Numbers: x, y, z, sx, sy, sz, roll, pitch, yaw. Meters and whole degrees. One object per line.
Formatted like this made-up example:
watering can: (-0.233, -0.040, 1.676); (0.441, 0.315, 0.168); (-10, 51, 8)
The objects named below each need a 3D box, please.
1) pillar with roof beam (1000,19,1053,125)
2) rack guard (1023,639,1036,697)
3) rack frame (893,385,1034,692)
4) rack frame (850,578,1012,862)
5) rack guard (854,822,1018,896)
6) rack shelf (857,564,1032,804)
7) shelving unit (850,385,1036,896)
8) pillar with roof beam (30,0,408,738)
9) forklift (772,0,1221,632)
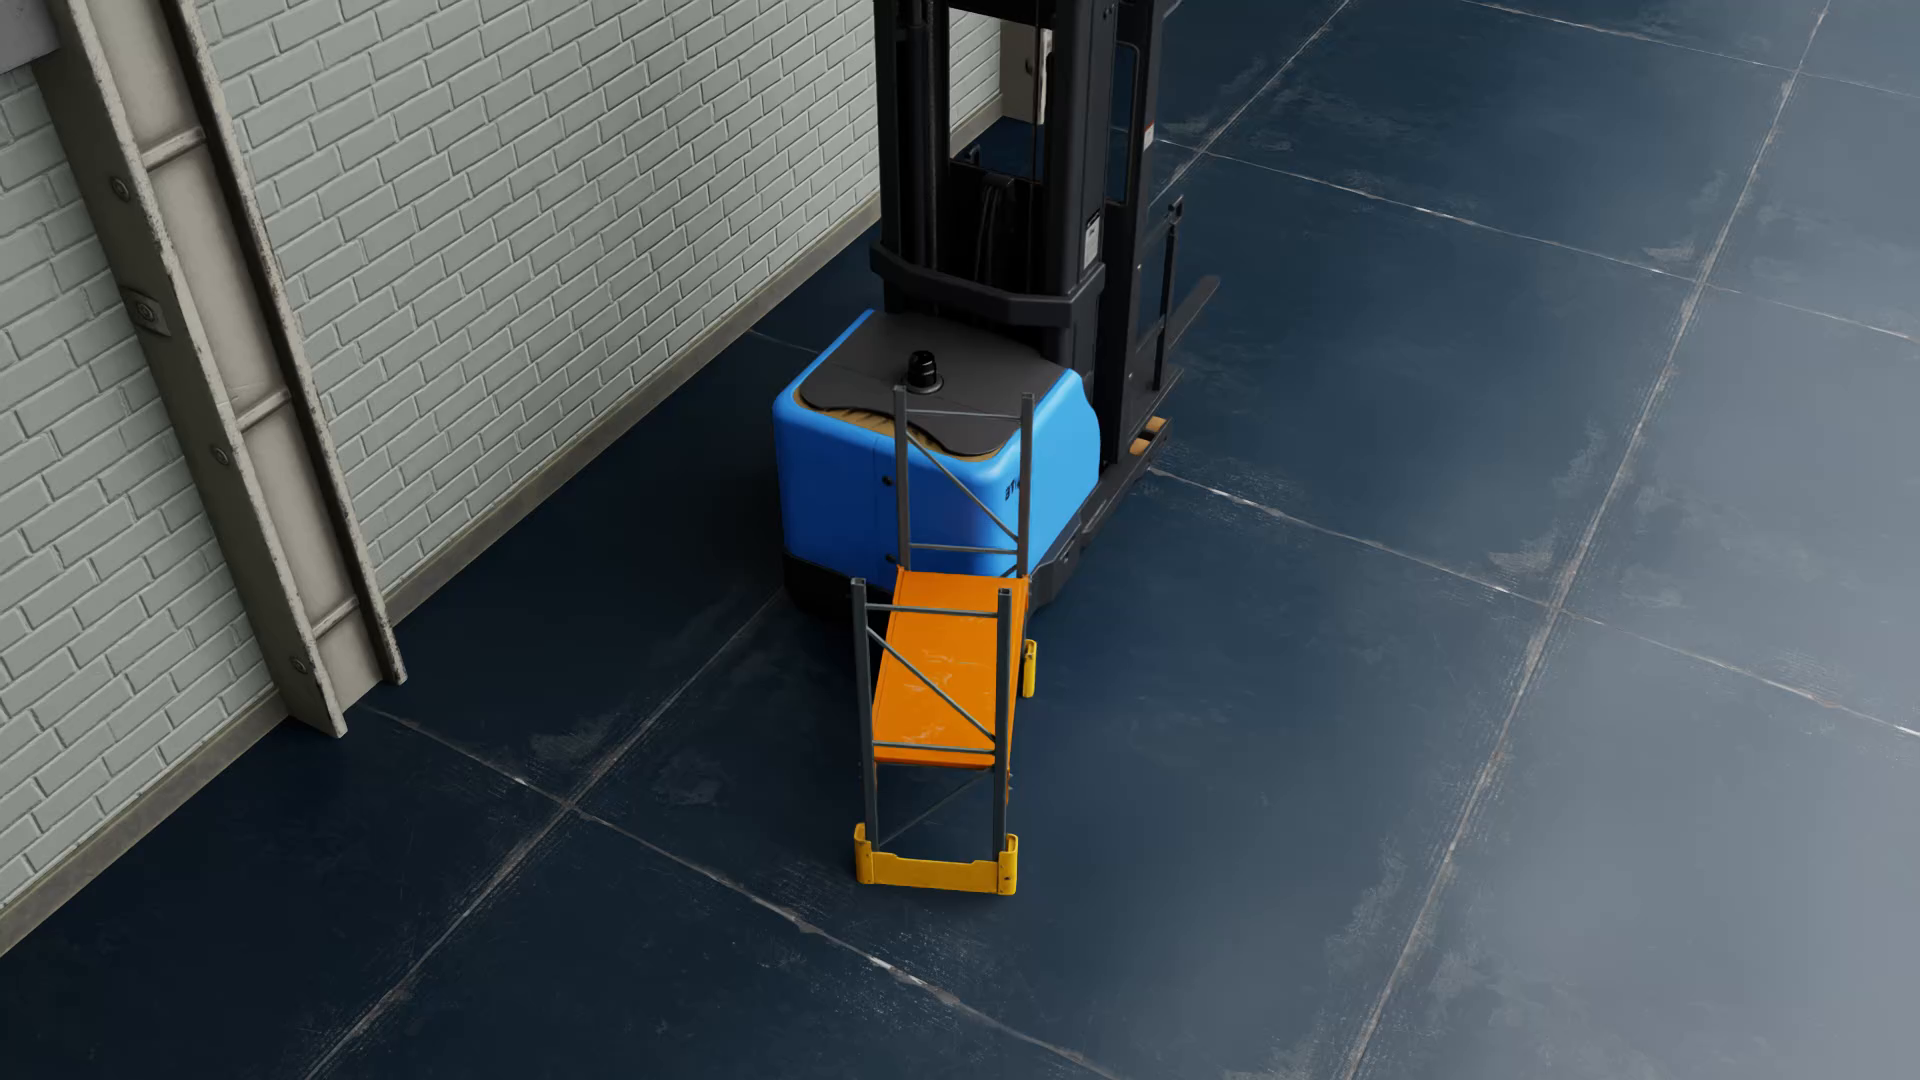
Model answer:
pillar with roof beam: (4.205, -4.753, 6.154); (9.100, 9.000, 0.400); (21, 45, 22)
rack guard: (0.013, 0.508, 6.800); (0.587, 0.250, 0.087); (4, 42, 4)
rack frame: (0.013, 0.038, 6.388); (0.500, 1.500, 0.032); (4, 42, 4)
rack frame: (-0.089, 0.706, 5.629); (0.500, 1.500, 0.032); (4, 42, 4)
rack guard: (-0.087, 1.163, 6.056); (0.587, 0.250, 0.087); (4, 42, 4)
rack shelf: (-0.038, 0.507, 6.127); (0.538, 0.185, 1.000); (4, 42, 4)
shelving unit: (-0.037, 0.366, 6.015); (0.587, 1.500, 1.083); (4, 42, 4)
pillar with roof beam: (1.203, -1.320, 2.256); (9.100, 9.000, 0.400); (21, 45, 22)
forklift: (0.375, -1.547, 7.105); (1.130, 2.935, 3.031); (19, 45, 21)
